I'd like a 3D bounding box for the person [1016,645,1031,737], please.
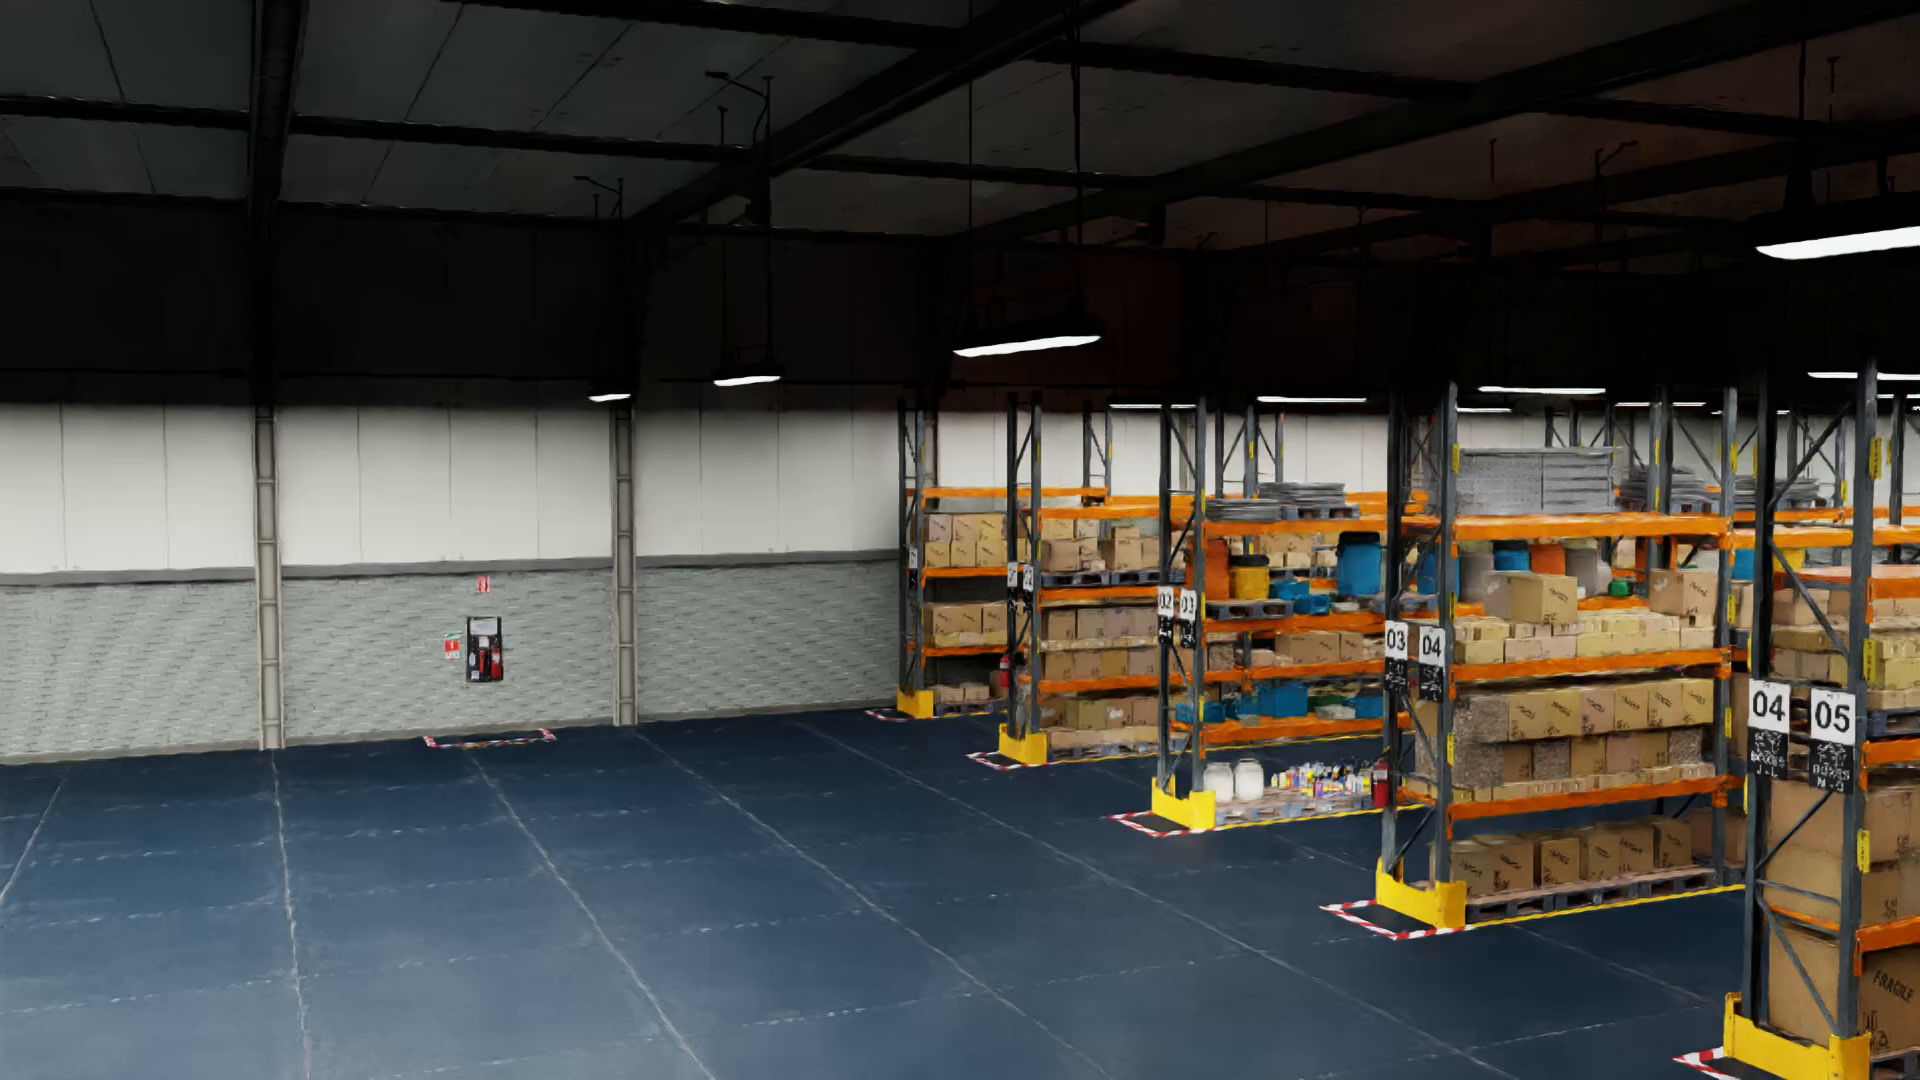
[{"bbox_3d":[1.258,2.648,29.106,1.019,1.612,0.455,-2,4,-24],"label":"person"}]
